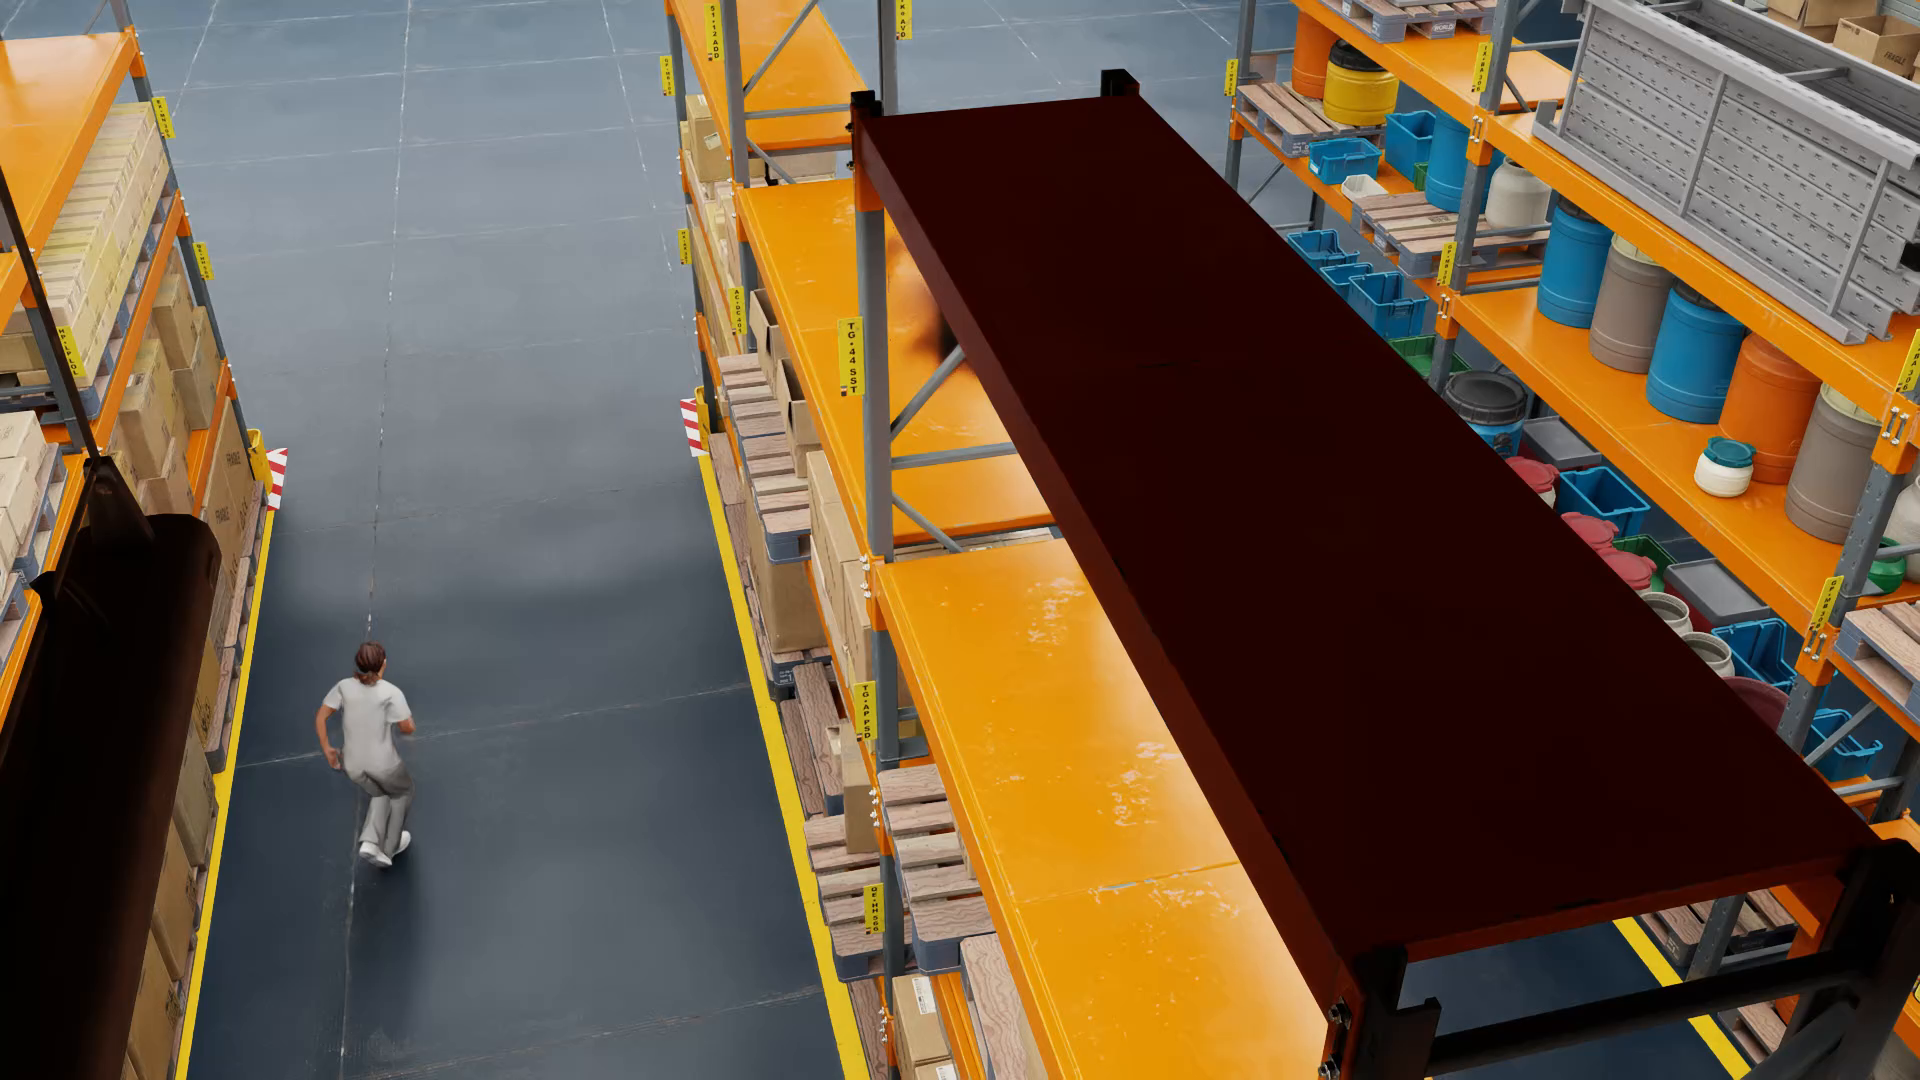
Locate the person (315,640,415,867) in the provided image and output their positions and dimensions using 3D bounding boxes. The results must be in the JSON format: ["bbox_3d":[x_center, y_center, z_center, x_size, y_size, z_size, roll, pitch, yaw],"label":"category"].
[{"bbox_3d":[-3.793,1.434,10.675,0.576,1.506,0.824,2,34,3],"label":"person"}]
